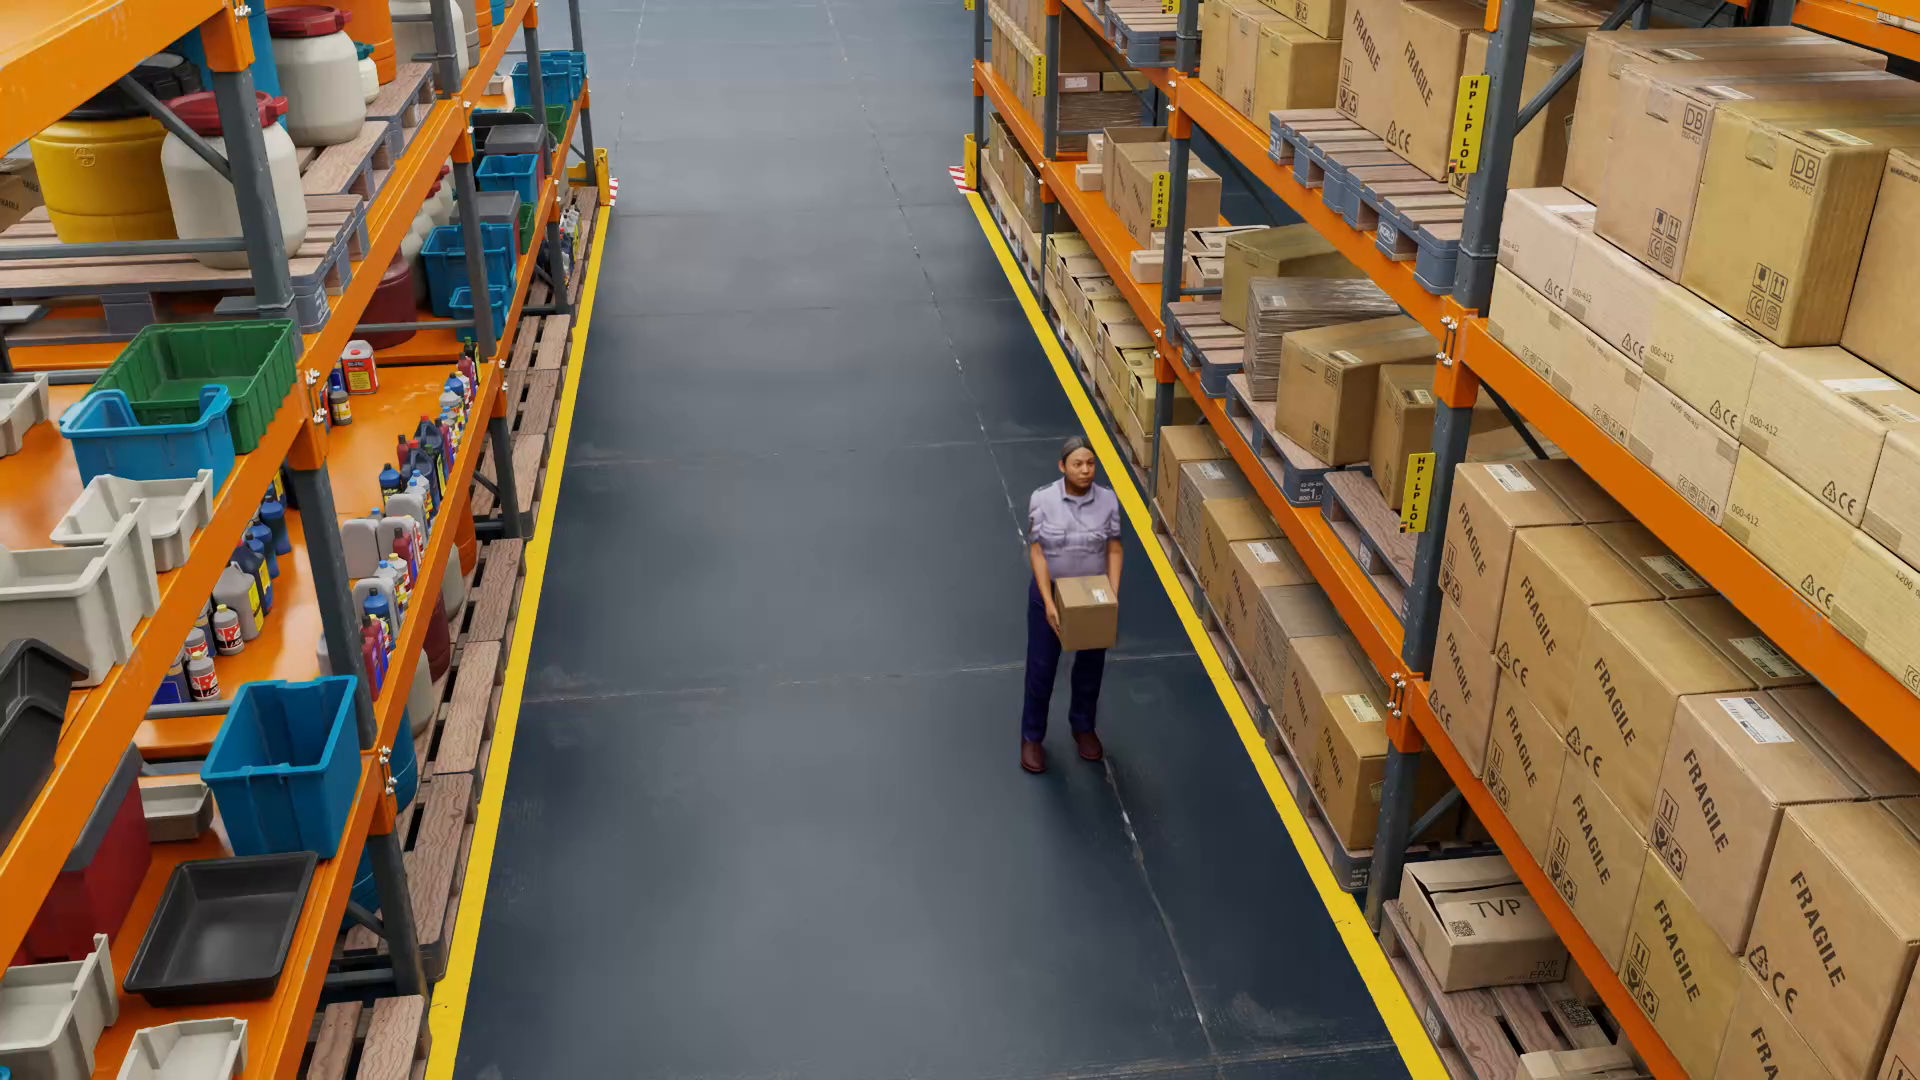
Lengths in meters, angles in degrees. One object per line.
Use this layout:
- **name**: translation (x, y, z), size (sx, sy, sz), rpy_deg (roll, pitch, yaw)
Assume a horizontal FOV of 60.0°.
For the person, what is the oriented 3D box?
- **person**: translation (0.539, 0.318, 8.015), size (0.507, 1.649, 0.486), rpy_deg (-4, 28, -7)
